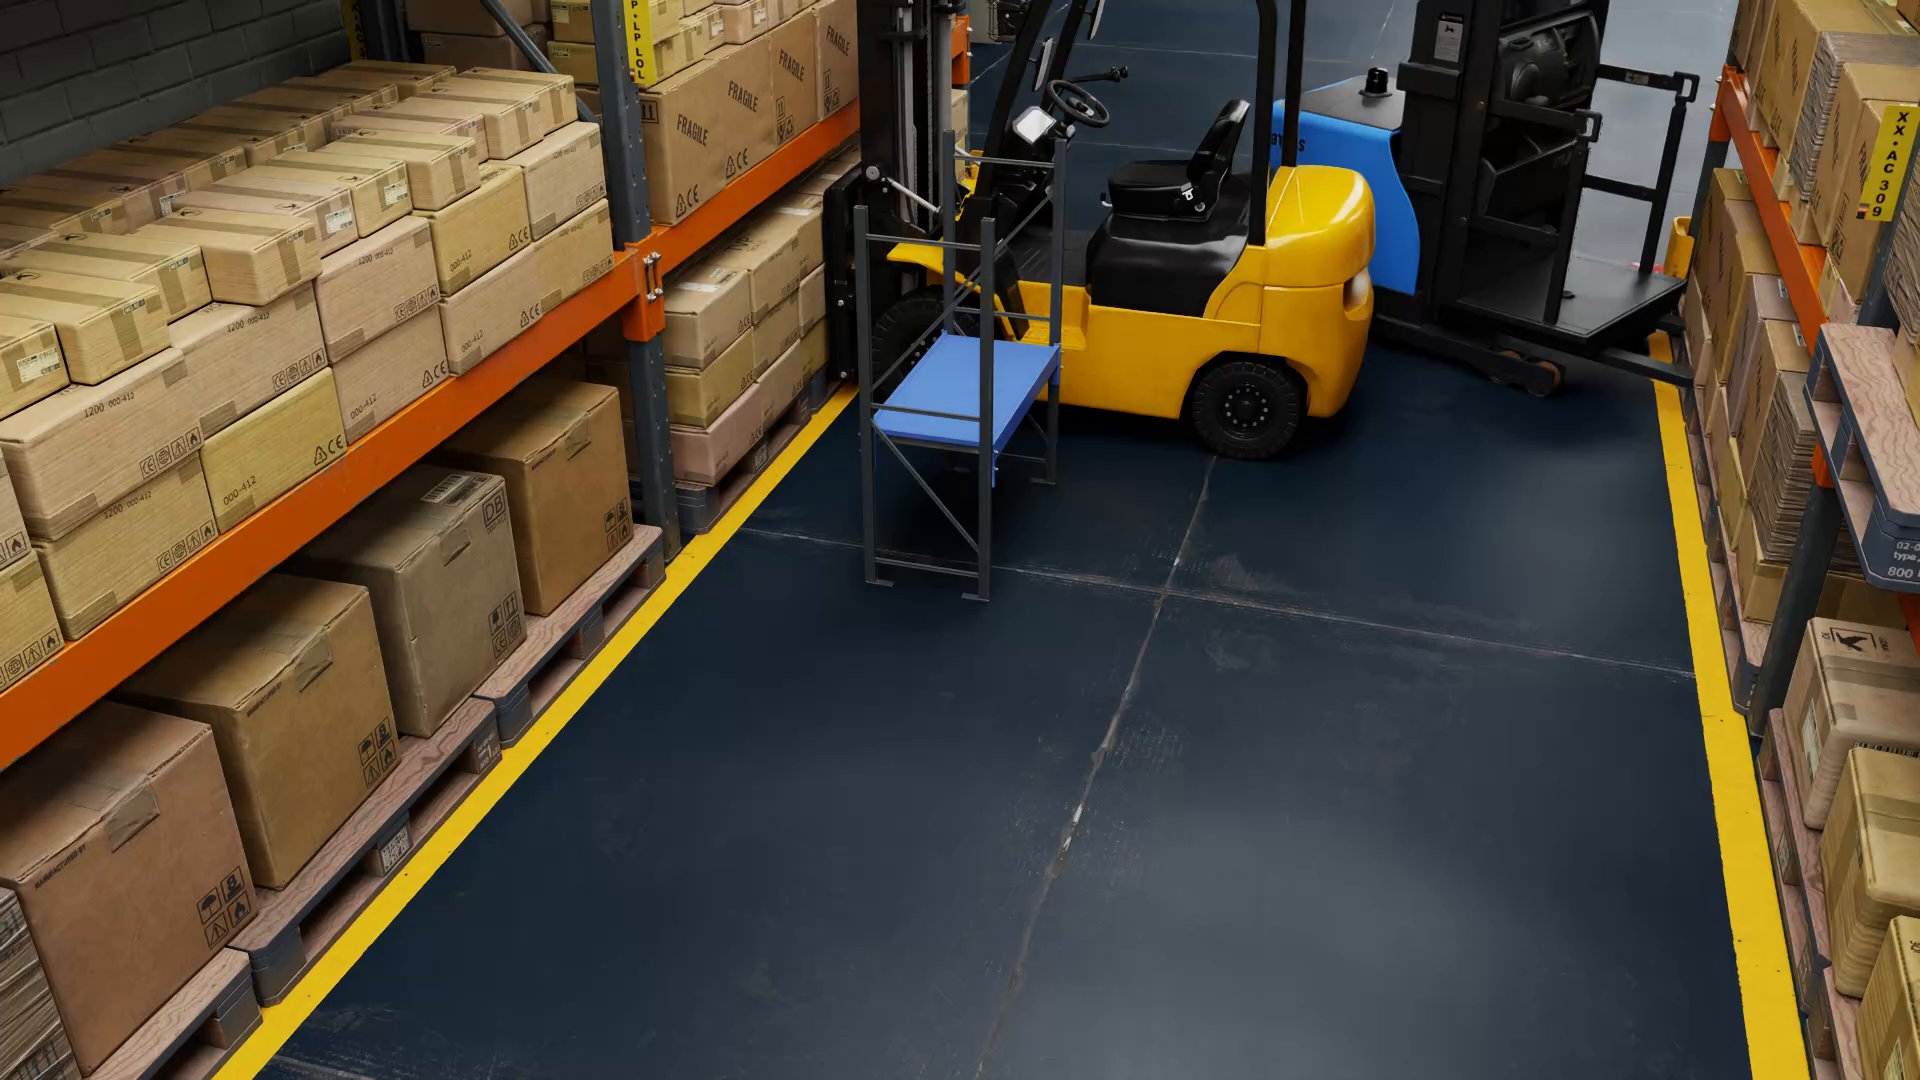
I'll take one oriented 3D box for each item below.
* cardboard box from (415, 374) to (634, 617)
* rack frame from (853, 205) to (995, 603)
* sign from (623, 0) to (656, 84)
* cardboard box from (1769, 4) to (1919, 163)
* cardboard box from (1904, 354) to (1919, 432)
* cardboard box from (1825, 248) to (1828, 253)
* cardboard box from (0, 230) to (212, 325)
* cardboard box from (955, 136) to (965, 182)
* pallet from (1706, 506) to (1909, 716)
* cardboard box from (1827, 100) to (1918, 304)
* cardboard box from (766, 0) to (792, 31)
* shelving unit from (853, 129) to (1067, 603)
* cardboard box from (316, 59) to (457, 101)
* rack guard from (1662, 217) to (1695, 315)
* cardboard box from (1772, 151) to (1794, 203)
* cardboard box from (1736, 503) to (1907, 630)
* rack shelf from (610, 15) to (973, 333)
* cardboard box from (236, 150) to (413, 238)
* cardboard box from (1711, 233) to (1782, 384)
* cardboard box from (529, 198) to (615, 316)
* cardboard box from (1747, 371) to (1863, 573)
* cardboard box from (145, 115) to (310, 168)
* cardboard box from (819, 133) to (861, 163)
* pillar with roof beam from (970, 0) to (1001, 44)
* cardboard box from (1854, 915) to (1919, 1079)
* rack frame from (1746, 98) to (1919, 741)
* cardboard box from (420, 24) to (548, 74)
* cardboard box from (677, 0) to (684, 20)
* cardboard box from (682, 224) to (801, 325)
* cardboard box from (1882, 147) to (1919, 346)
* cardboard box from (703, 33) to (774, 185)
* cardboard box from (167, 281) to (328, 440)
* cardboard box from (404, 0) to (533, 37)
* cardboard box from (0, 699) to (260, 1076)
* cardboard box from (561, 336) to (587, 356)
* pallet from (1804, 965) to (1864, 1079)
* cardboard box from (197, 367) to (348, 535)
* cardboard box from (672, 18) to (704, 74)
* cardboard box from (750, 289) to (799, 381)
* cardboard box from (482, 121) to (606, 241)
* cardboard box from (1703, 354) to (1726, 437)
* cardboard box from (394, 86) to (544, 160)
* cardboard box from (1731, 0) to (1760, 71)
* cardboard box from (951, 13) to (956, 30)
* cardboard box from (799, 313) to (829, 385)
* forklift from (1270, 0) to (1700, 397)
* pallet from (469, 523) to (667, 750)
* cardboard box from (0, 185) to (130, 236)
[{"bbox_3d":[-1.754,-0.213,6.058,0.875,0.625,0.625,10,31,17],"label":"cardboard box"},{"bbox_3d":[-0.124,-0.459,6.032,0.500,1.500,0.032,8,30,15],"label":"rack frame"},{"bbox_3d":[-1.090,-1.710,5.628,0.100,0.325,0.005,8,30,15],"label":"sign"},{"bbox_3d":[3.466,-1.741,6.385,0.500,0.500,0.500,8,30,14],"label":"cardboard box"},{"bbox_3d":[2.589,-0.352,4.123,0.380,0.149,0.250,9,30,16],"label":"cardboard box"},{"bbox_3d":[3.242,-1.028,5.772,0.380,0.149,0.250,8,30,14],"label":"cardboard box"},{"bbox_3d":[-2.057,-0.622,4.012,0.380,0.149,0.250,8,30,15],"label":"cardboard box"},{"bbox_3d":[-0.281,-2.100,9.321,0.500,0.250,0.500,8,30,14],"label":"cardboard box"},{"bbox_3d":[3.298,0.297,6.000,1.003,0.211,1.213,8,30,15],"label":"pallet"},{"bbox_3d":[3.028,-1.020,5.090,0.500,0.500,0.500,8,30,14],"label":"cardboard box"},{"bbox_3d":[-0.920,-2.220,6.886,0.380,0.149,0.250,8,30,14],"label":"cardboard box"},{"bbox_3d":[0.025,-0.695,6.457,0.538,1.500,1.048,8,30,15],"label":"shelving unit"},{"bbox_3d":[-1.919,-1.506,5.601,0.380,0.149,0.250,8,30,14],"label":"cardboard box"},{"bbox_3d":[4.287,-1.336,8.637,1.175,0.500,0.348,8,30,15],"label":"rack guard"},{"bbox_3d":[3.378,-1.400,6.439,0.380,0.149,0.250,9,30,15],"label":"cardboard box"},{"bbox_3d":[3.052,0.100,5.881,0.500,0.250,0.500,10,31,17],"label":"cardboard box"},{"bbox_3d":[-1.024,-1.926,7.867,1.077,0.370,4.000,8,30,15],"label":"rack shelf"},{"bbox_3d":[-1.767,-0.965,4.630,0.380,0.149,0.250,8,30,14],"label":"cardboard box"},{"bbox_3d":[3.497,-0.951,6.999,0.500,0.500,0.500,9,30,16],"label":"cardboard box"},{"bbox_3d":[-1.509,-0.974,5.570,0.500,0.250,0.500,9,30,16],"label":"cardboard box"},{"bbox_3d":[3.052,-0.228,5.699,0.500,0.500,0.500,8,30,14],"label":"cardboard box"},{"bbox_3d":[-2.178,-1.151,4.963,0.380,0.149,0.250,8,30,14],"label":"cardboard box"},{"bbox_3d":[-0.557,-1.856,8.370,0.500,0.250,0.500,9,30,16],"label":"cardboard box"},{"bbox_3d":[4.373,-7.771,11.462,9.100,9.000,0.400,8,30,15],"label":"pillar with roof beam"},{"bbox_3d":[2.573,1.262,3.667,0.950,0.372,0.625,10,30,17],"label":"cardboard box"},{"bbox_3d":[3.135,-0.605,4.751,1.000,3.000,0.127,8,30,15],"label":"rack frame"},{"bbox_3d":[-1.762,-1.825,6.174,0.380,0.149,0.250,8,30,15],"label":"cardboard box"},{"bbox_3d":[-1.260,-2.011,6.204,0.380,0.149,0.250,9,30,16],"label":"cardboard box"},{"bbox_3d":[-1.009,-1.146,7.093,0.500,0.250,0.500,9,30,15],"label":"cardboard box"},{"bbox_3d":[2.723,-0.785,4.235,0.500,0.500,0.500,9,30,16],"label":"cardboard box"},{"bbox_3d":[-1.094,-1.768,6.740,0.500,0.500,0.500,9,30,16],"label":"cardboard box"},{"bbox_3d":[-1.977,-0.491,4.187,0.500,0.250,0.500,9,30,16],"label":"cardboard box"},{"bbox_3d":[-1.806,-1.960,6.111,0.380,0.149,0.250,9,30,15],"label":"cardboard box"},{"bbox_3d":[-2.405,0.809,4.221,0.875,0.625,0.625,9,30,17],"label":"cardboard box"},{"bbox_3d":[-1.652,-0.986,6.806,0.500,0.250,0.500,9,30,16],"label":"cardboard box"},{"bbox_3d":[2.552,1.545,3.756,1.003,0.211,1.213,8,30,15],"label":"pallet"},{"bbox_3d":[-1.971,-0.272,4.308,0.500,0.250,0.500,9,30,16],"label":"cardboard box"},{"bbox_3d":[-1.192,-1.870,6.255,0.380,0.149,0.250,9,30,16],"label":"cardboard box"},{"bbox_3d":[-1.028,-0.927,7.213,0.500,0.250,0.500,8,30,15],"label":"cardboard box"},{"bbox_3d":[-1.511,-1.200,5.461,0.500,0.250,0.500,8,30,14],"label":"cardboard box"},{"bbox_3d":[3.503,-0.619,7.173,0.500,0.250,0.500,11,31,18],"label":"cardboard box"},{"bbox_3d":[-1.558,-1.325,5.277,0.380,0.149,0.250,8,30,14],"label":"cardboard box"},{"bbox_3d":[3.905,-2.457,7.672,0.500,0.500,0.500,8,30,14],"label":"cardboard box"},{"bbox_3d":[-0.330,-2.948,8.860,0.500,0.500,0.500,8,30,14],"label":"cardboard box"},{"bbox_3d":[-0.882,-0.950,7.769,0.500,0.250,0.500,9,30,16],"label":"cardboard box"},{"bbox_3d":[2.949,-2.251,7.782,1.130,2.935,3.031,-26,38,-38],"label":"forklift"},{"bbox_3d":[-1.790,0.255,6.074,1.003,0.211,1.213,8,30,15],"label":"pallet"},{"bbox_3d":[-2.411,-0.804,4.339,0.380,0.149,0.250,9,30,15],"label":"cardboard box"}]
